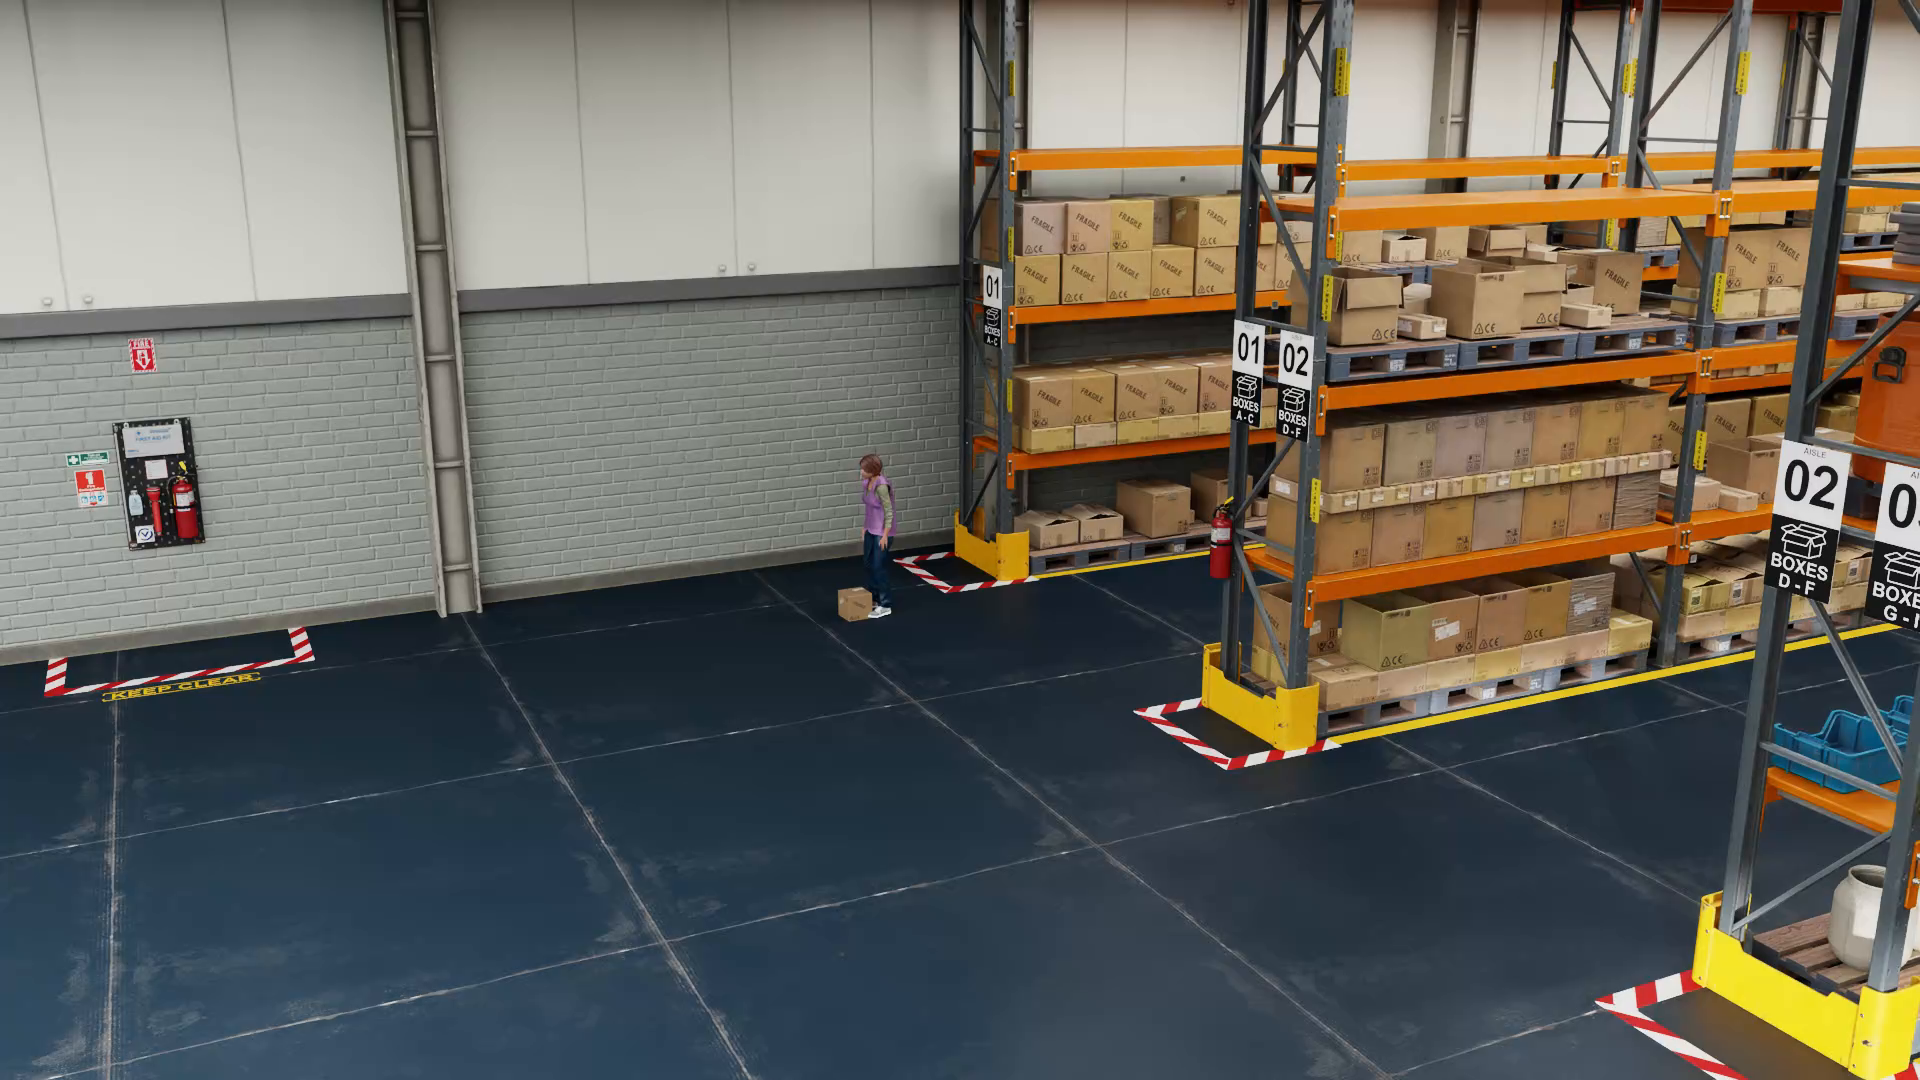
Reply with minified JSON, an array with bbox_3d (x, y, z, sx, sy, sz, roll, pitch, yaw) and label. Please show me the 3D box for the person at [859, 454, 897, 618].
[{"bbox_3d":[-0.799,-0.058,15.947,0.347,1.592,0.483,-9,18,-28],"label":"person"}]
